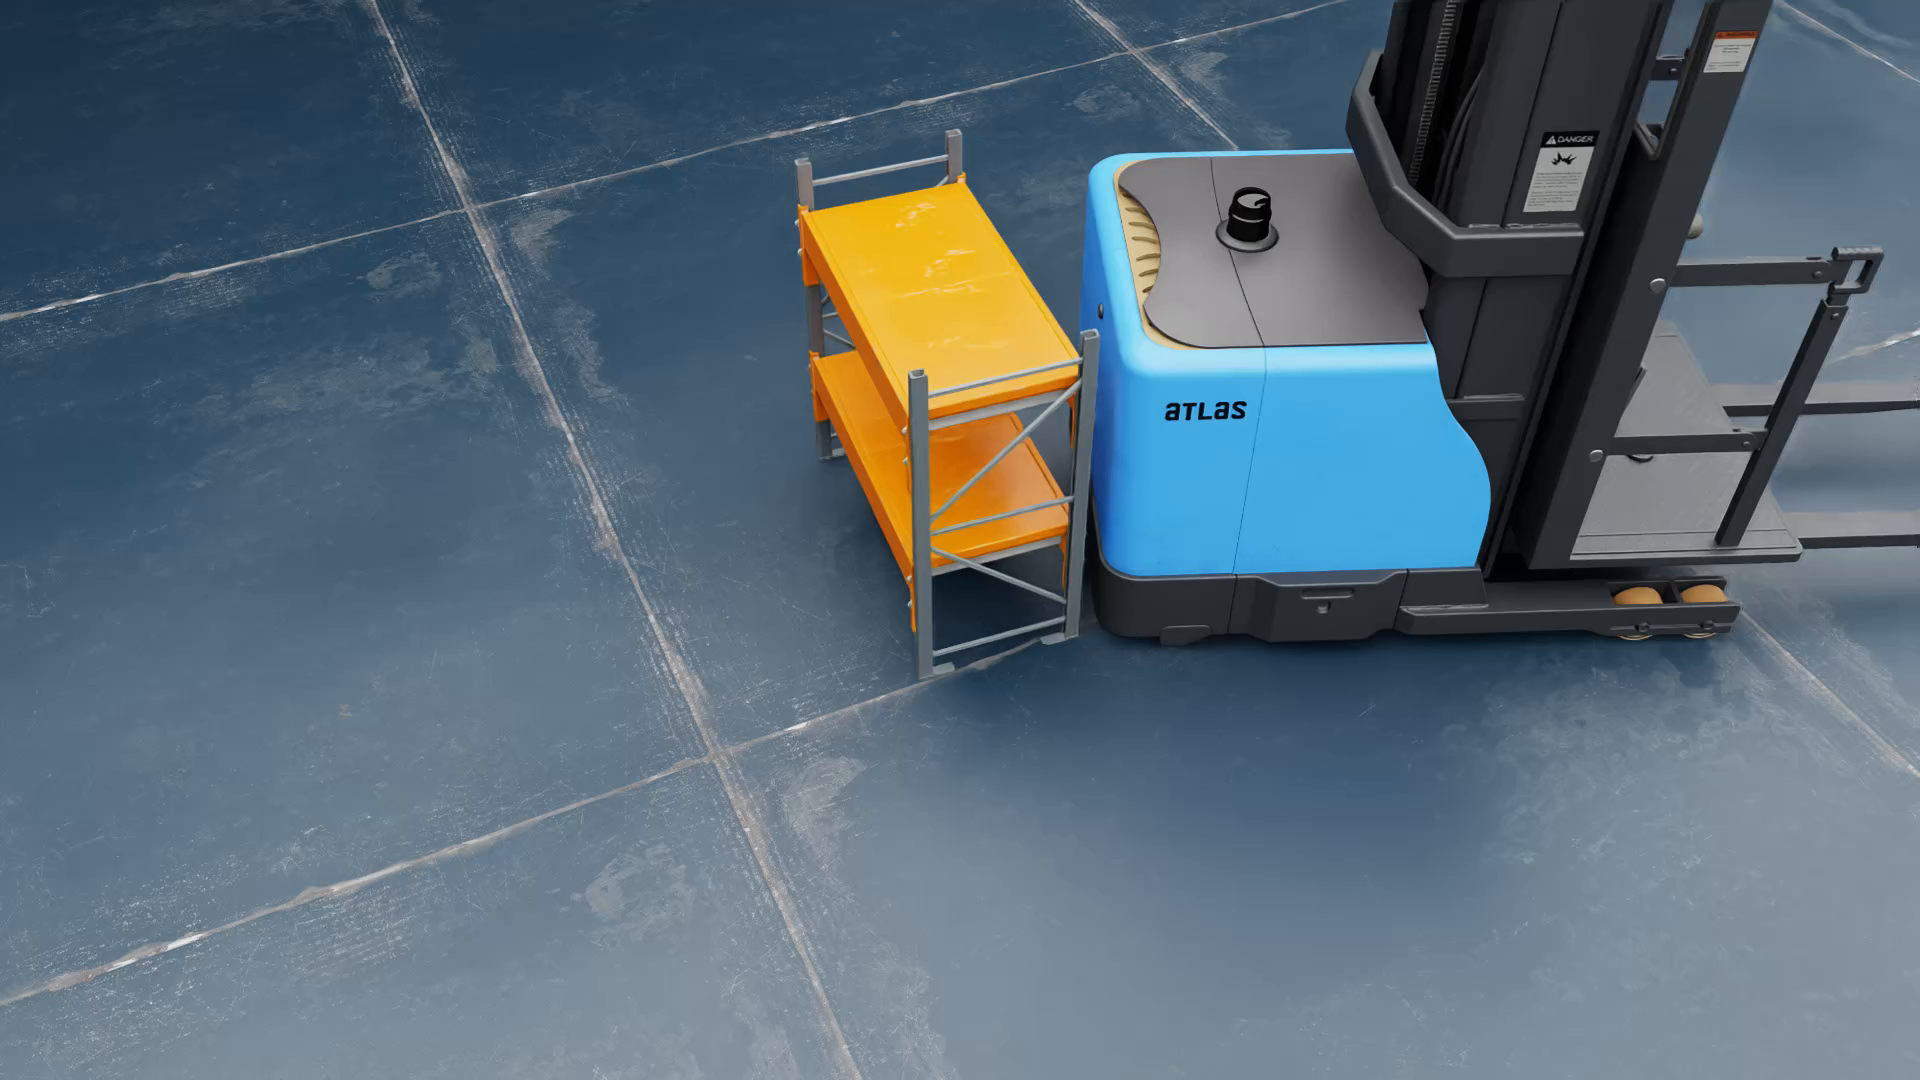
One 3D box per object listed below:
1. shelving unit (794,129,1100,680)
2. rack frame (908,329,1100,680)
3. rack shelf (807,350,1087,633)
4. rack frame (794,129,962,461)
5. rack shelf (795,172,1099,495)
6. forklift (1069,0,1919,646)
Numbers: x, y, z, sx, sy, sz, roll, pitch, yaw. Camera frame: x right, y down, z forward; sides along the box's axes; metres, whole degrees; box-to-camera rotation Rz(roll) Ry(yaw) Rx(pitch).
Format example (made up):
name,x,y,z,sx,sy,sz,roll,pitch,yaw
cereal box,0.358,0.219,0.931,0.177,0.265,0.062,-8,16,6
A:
name,x,y,z,sx,sy,sz,roll,pitch,yaw
shelving unit,-0.061,-0.398,4.853,0.538,1.125,1.048,-14,46,-14
rack frame,0.112,-0.062,4.512,0.500,1.125,0.032,-14,46,-14
rack shelf,-0.061,-0.224,5.024,0.538,0.278,1.000,-14,46,-14
rack frame,-0.234,-0.734,5.193,0.500,1.125,0.032,-14,46,-14
rack shelf,-0.061,-0.606,4.647,0.538,0.278,1.000,-14,46,-14
forklift,1.894,-1.118,4.297,3.031,2.935,1.130,-2,45,-2
